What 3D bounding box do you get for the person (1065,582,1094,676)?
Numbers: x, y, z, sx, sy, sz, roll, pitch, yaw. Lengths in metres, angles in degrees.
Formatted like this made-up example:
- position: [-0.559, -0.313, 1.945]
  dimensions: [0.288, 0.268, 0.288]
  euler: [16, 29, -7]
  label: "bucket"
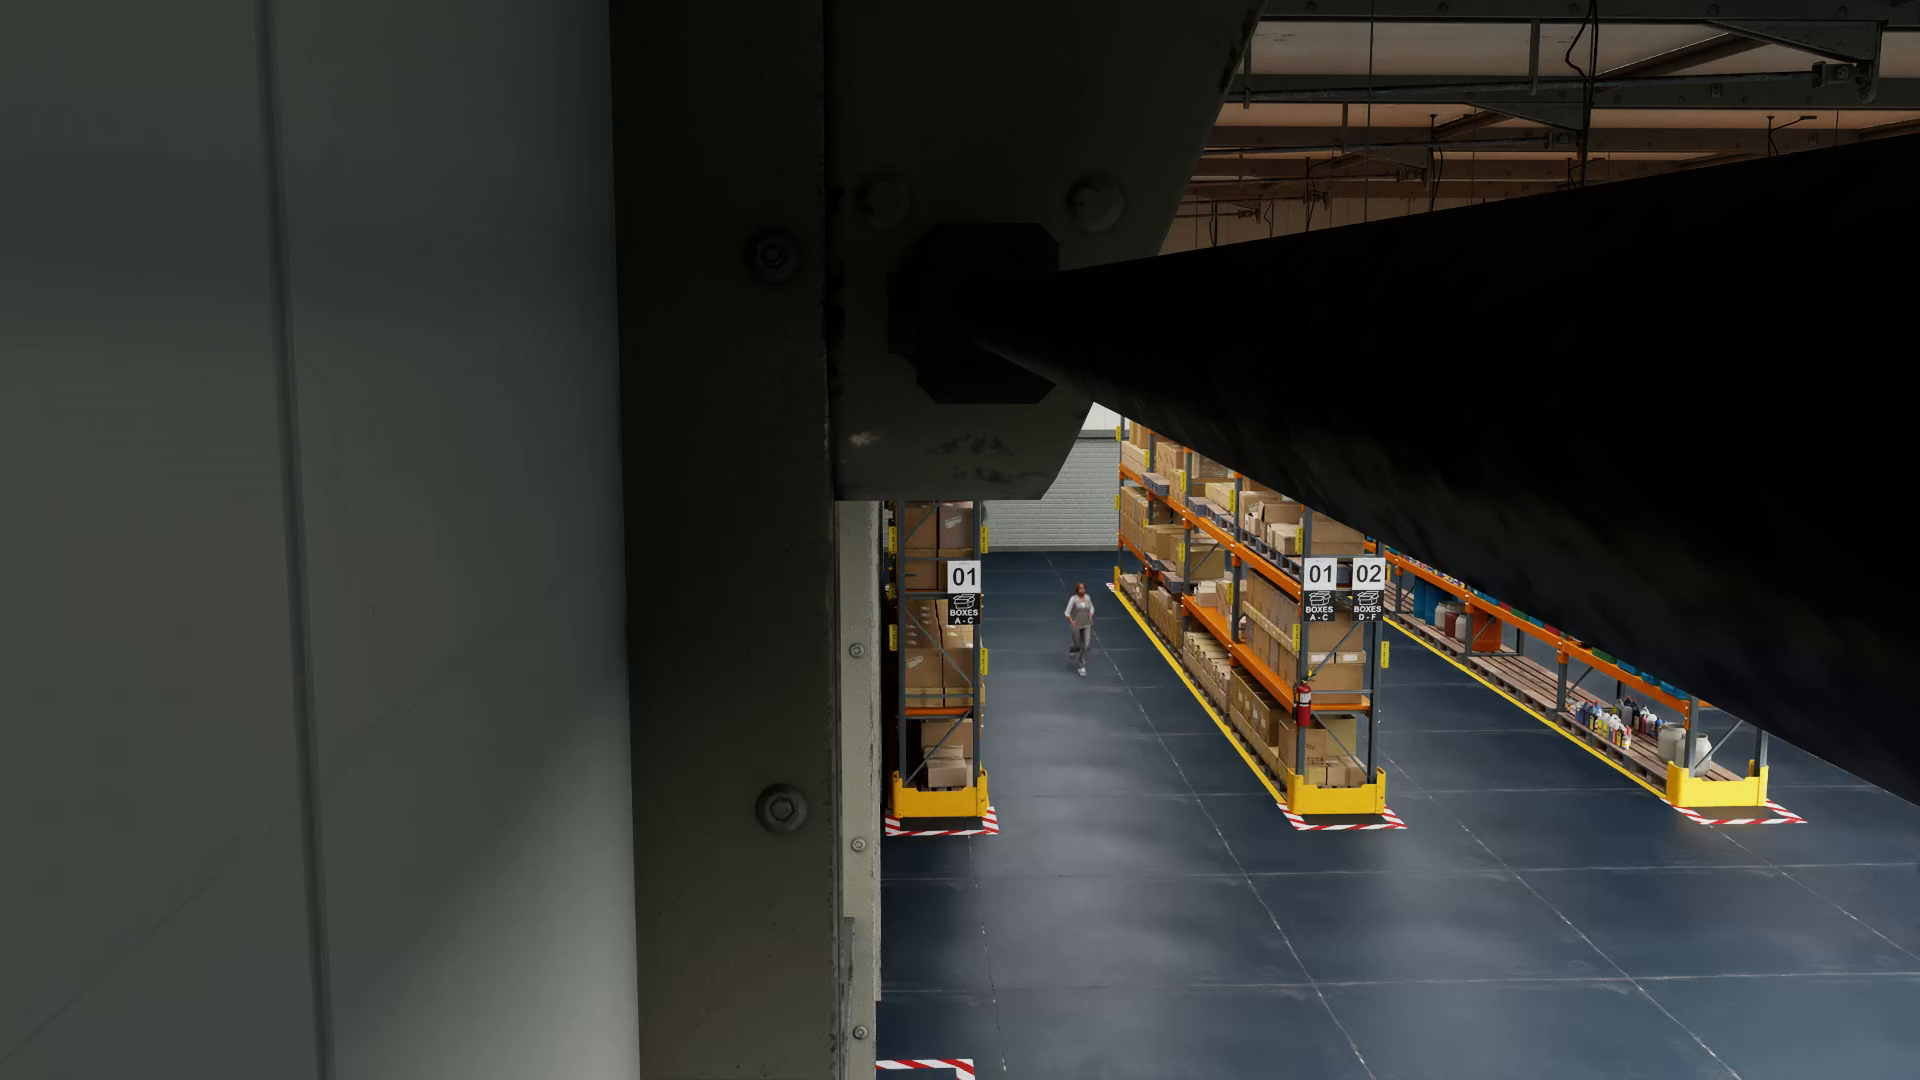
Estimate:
- position: [2.051, 1.490, 28.424]
  dimensions: [0.536, 1.575, 0.664]
  euler: [-2, 8, -15]
  label: "person"
